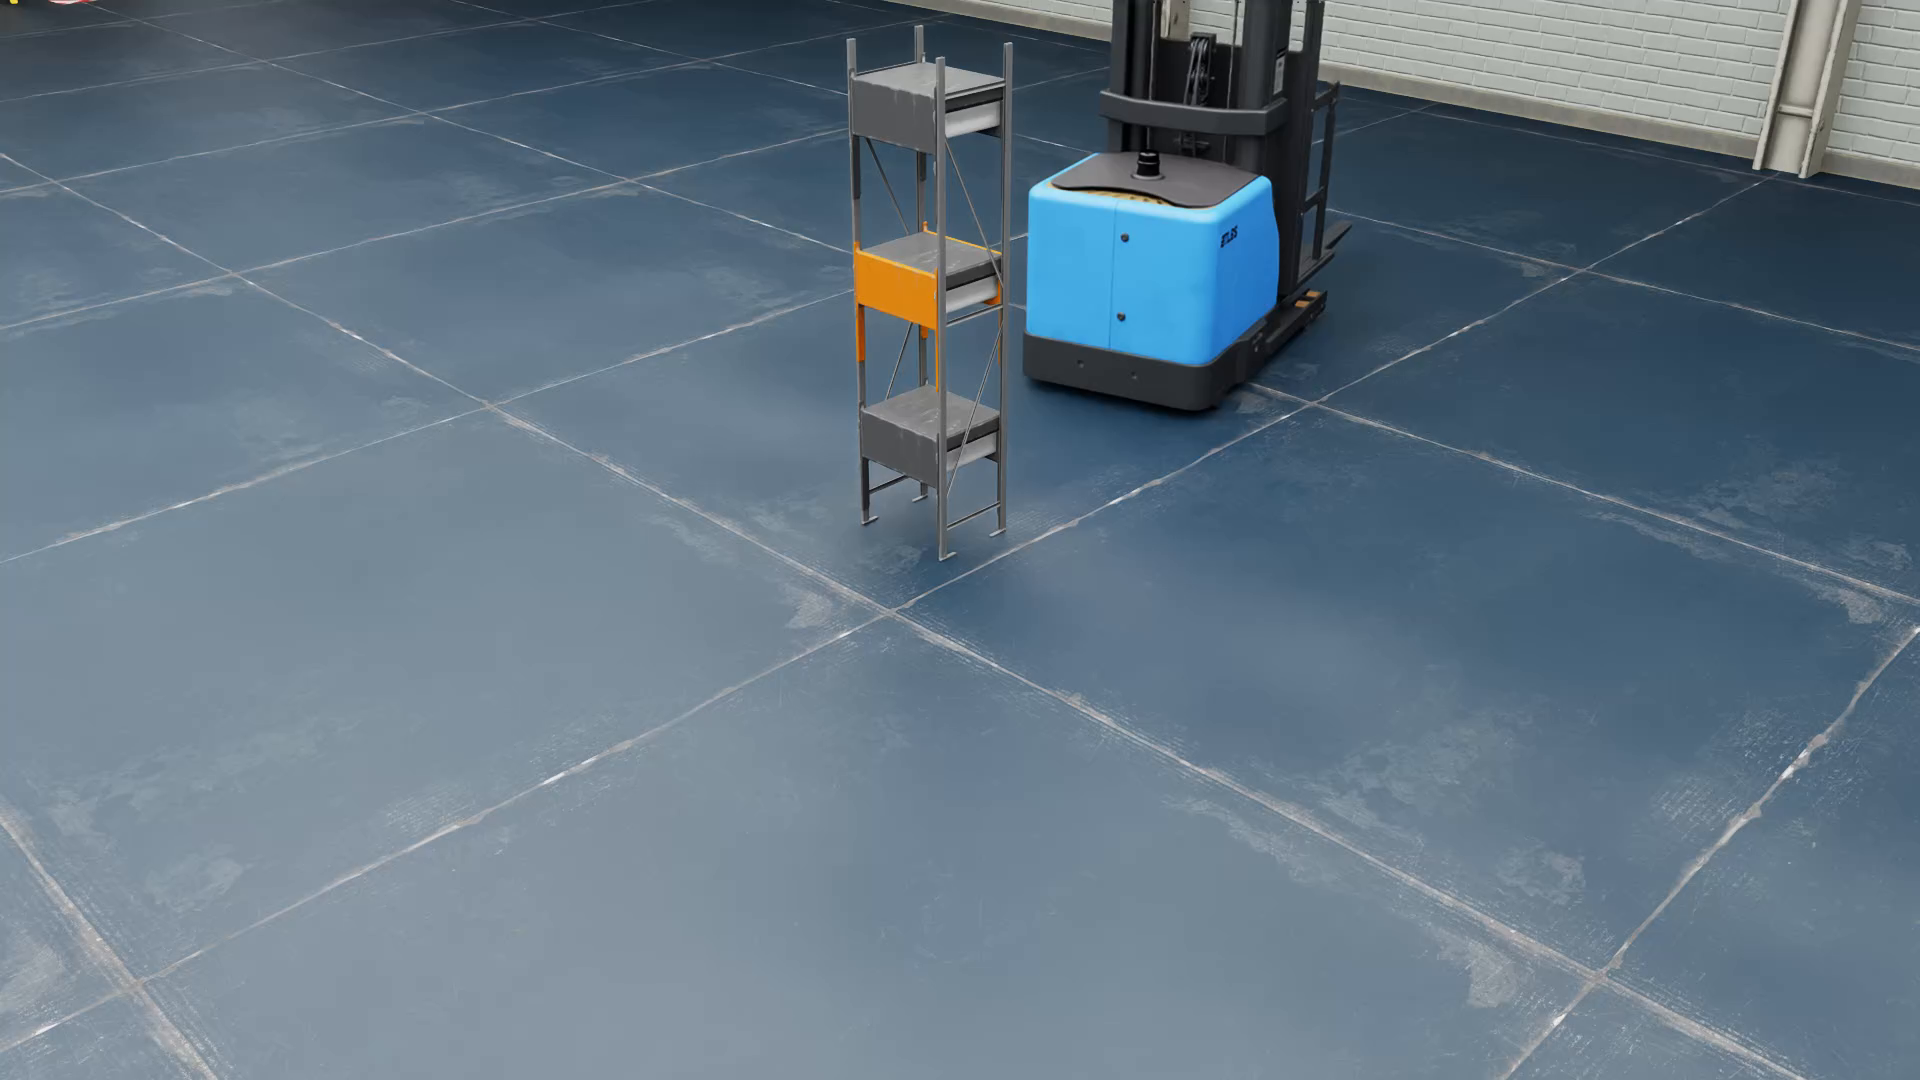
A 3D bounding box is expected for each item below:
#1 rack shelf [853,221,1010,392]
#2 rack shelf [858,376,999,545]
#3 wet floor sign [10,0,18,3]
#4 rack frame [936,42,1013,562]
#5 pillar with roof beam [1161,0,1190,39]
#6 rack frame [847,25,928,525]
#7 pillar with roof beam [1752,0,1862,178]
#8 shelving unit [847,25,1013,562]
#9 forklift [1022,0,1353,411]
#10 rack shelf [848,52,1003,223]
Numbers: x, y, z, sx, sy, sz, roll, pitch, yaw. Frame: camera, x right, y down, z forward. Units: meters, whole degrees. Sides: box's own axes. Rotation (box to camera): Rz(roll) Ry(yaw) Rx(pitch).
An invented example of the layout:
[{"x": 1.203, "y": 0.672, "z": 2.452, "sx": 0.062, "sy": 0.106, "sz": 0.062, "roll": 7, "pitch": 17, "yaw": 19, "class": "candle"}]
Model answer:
[{"x": -0.118, "y": -0.971, "z": 6.870, "sx": 0.480, "sy": 0.518, "sz": 0.431, "roll": 25, "pitch": 36, "yaw": 38, "class": "rack shelf"}, {"x": -0.118, "y": -0.352, "z": 7.196, "sx": 0.480, "sy": 0.518, "sz": 0.431, "roll": 25, "pitch": 36, "yaw": 38, "class": "rack shelf"}, {"x": -10.811, "y": -6.370, "z": 18.670, "sx": 0.267, "sy": 0.644, "sz": 0.232, "roll": -13, "pitch": 30, "yaw": -22, "class": "wet floor sign"}, {"x": 0.056, "y": -0.904, "z": 6.713, "sx": 0.015, "sy": 2.100, "sz": 0.400, "roll": 25, "pitch": 36, "yaw": 38, "class": "rack frame"}, {"x": -1.044, "y": -7.315, "z": 11.492, "sx": 0.400, "sy": 9.000, "sz": 9.100, "roll": 25, "pitch": 36, "yaw": 38, "class": "pillar with roof beam"}, {"x": -0.292, "y": -1.063, "z": 7.015, "sx": 0.015, "sy": 2.100, "sz": 0.400, "roll": 25, "pitch": 36, "yaw": 38, "class": "rack frame"}, {"x": 3.234, "y": -5.357, "z": 7.769, "sx": 0.400, "sy": 9.000, "sz": 9.100, "roll": 25, "pitch": 36, "yaw": 38, "class": "pillar with roof beam"}, {"x": -0.118, "y": -0.983, "z": 6.864, "sx": 0.503, "sy": 2.100, "sz": 0.431, "roll": 25, "pitch": 36, "yaw": 38, "class": "shelving unit"}, {"x": 1.485, "y": -2.597, "z": 9.040, "sx": 1.130, "sy": 2.935, "sz": 3.031, "roll": 14, "pitch": 31, "yaw": 25, "class": "forklift"}, {"x": -0.118, "y": -1.591, "z": 6.545, "sx": 0.480, "sy": 0.518, "sz": 0.431, "roll": 25, "pitch": 36, "yaw": 38, "class": "rack shelf"}]
